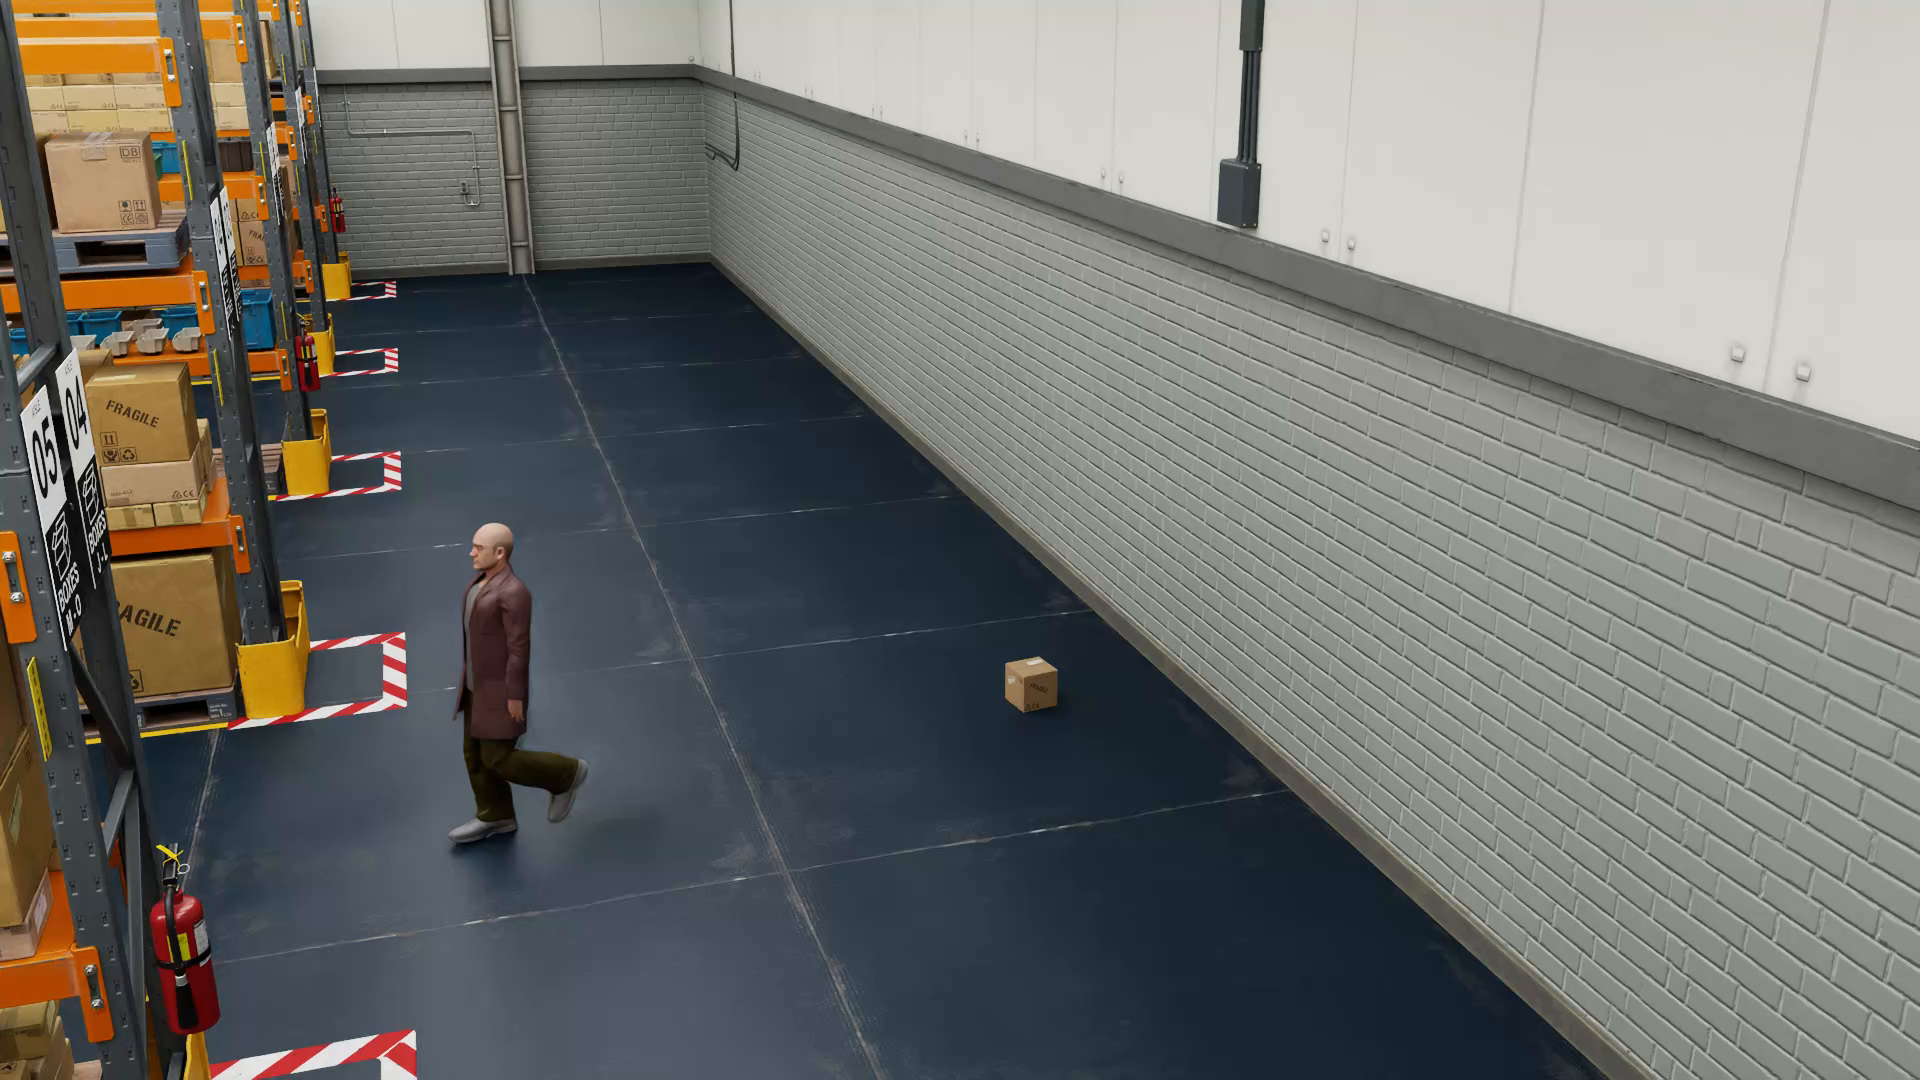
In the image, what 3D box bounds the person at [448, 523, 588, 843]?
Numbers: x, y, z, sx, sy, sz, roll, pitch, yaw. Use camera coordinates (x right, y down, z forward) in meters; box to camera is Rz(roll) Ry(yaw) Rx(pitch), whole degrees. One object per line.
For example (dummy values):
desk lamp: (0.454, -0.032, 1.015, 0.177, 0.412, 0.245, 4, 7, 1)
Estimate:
person: (-2.405, 0.758, 8.829, 0.740, 1.762, 0.574, -13, 23, -34)
